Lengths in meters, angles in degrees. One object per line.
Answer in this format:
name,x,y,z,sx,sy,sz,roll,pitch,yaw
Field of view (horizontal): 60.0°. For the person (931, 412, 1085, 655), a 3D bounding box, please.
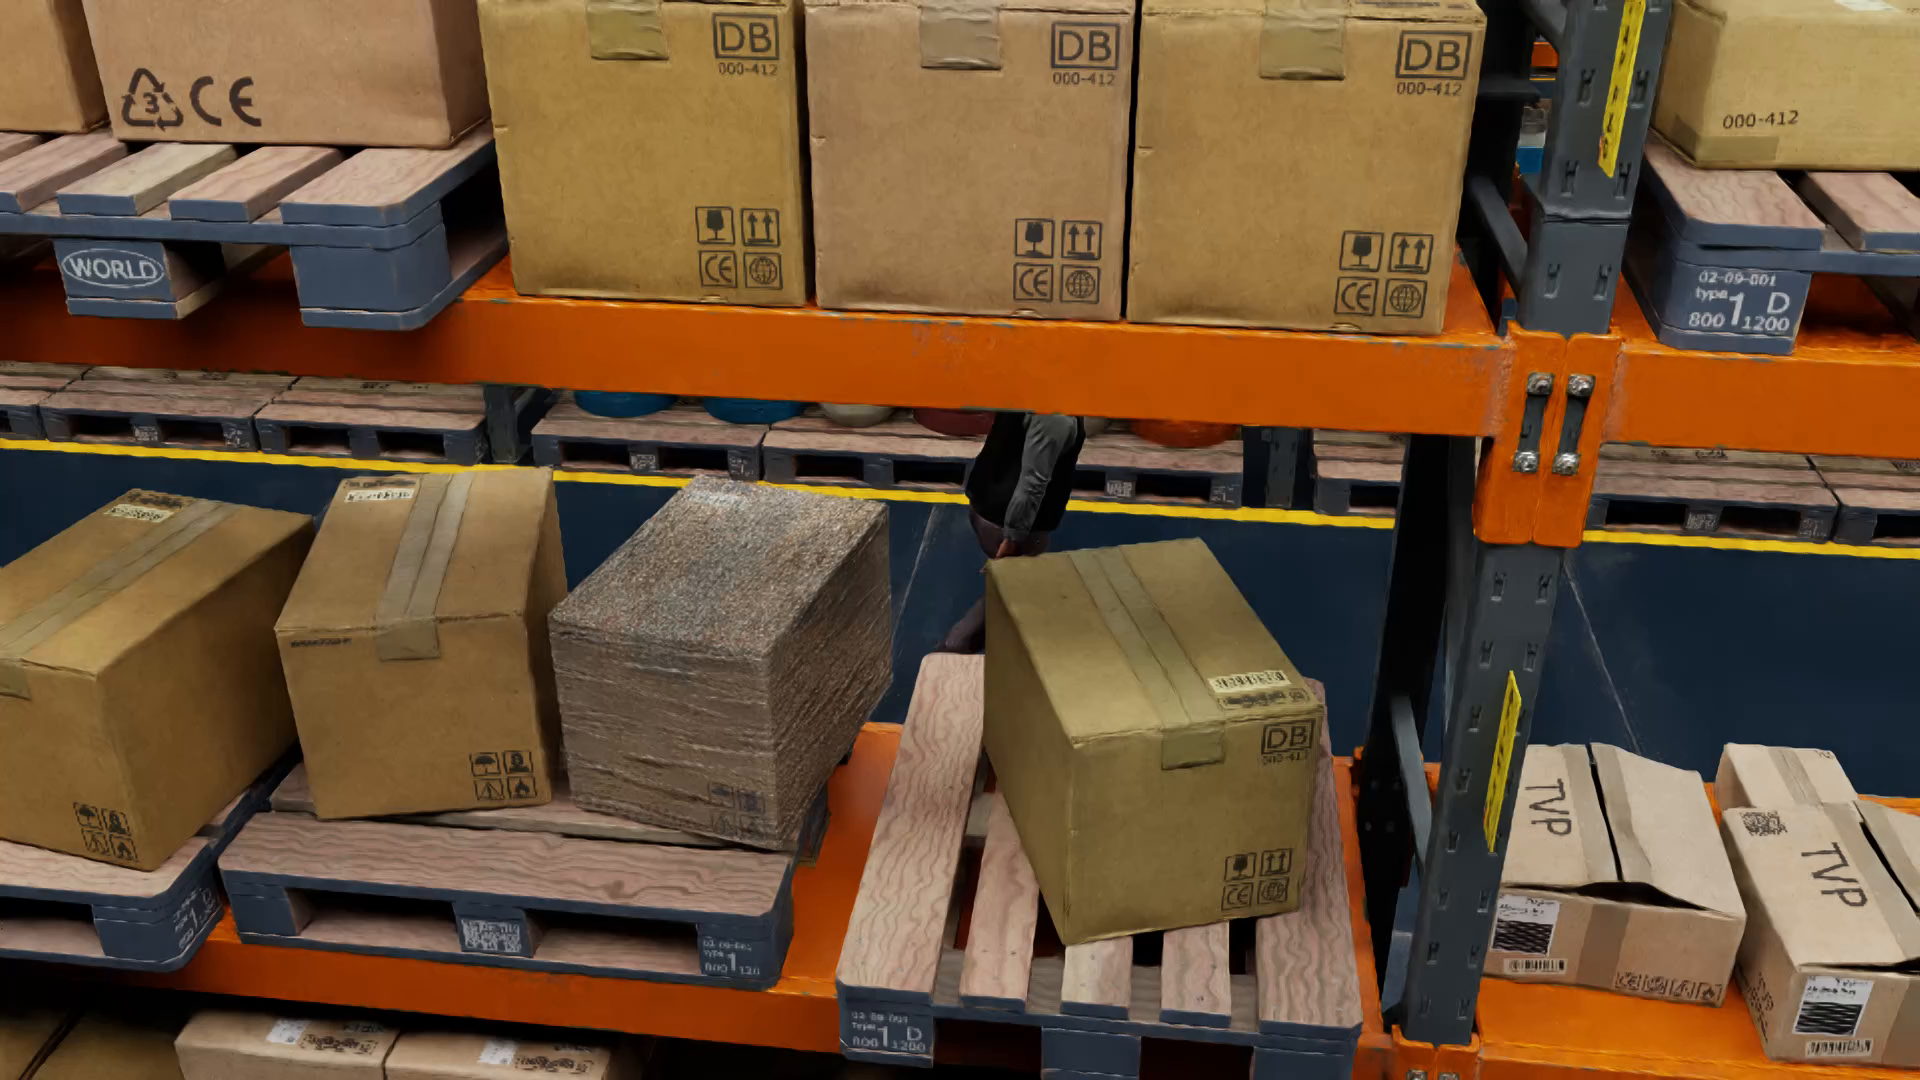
person,0.203,-0.068,6.290,0.620,1.700,0.547,-7,29,-12
